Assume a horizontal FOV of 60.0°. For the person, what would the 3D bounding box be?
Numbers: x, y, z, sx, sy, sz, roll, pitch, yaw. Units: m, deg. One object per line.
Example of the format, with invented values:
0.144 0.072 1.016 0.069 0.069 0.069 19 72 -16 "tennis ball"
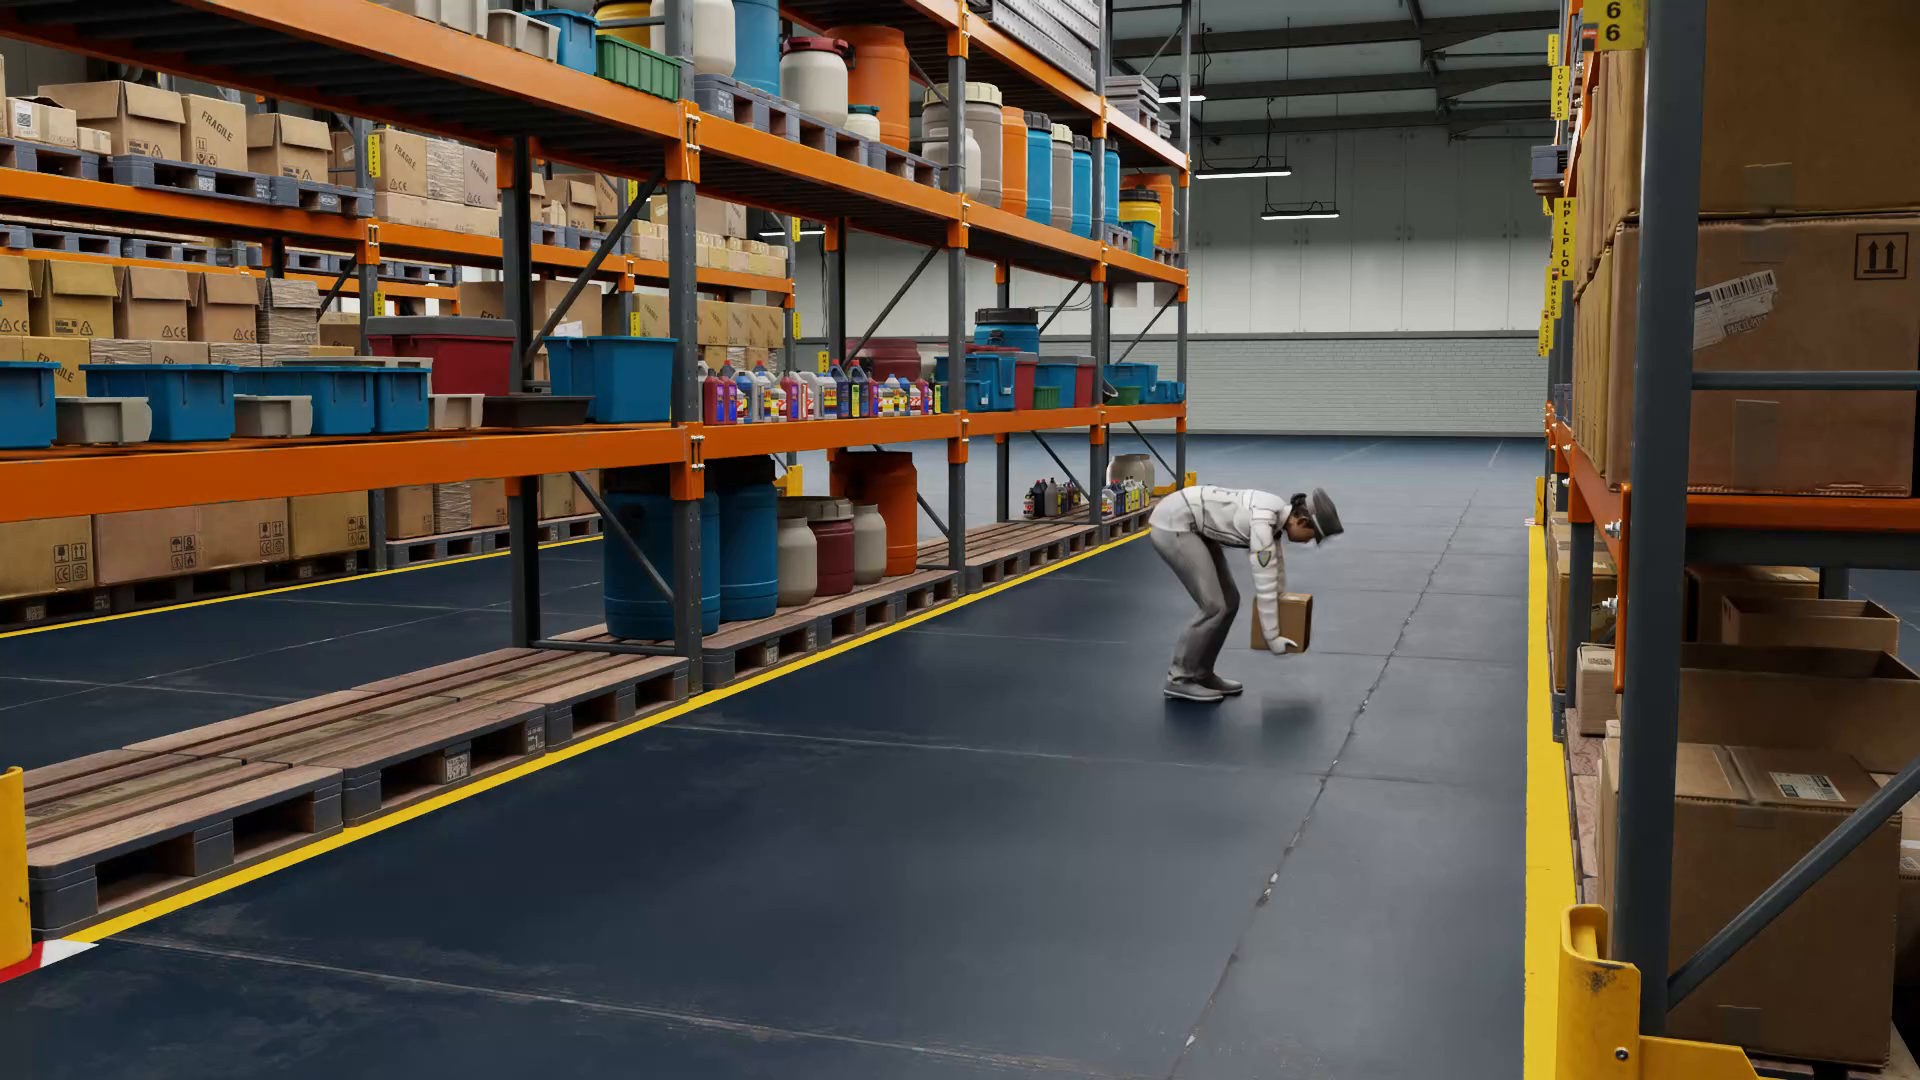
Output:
1.362 0.252 7.973 0.924 1.030 0.415 2 6 16 "person"
